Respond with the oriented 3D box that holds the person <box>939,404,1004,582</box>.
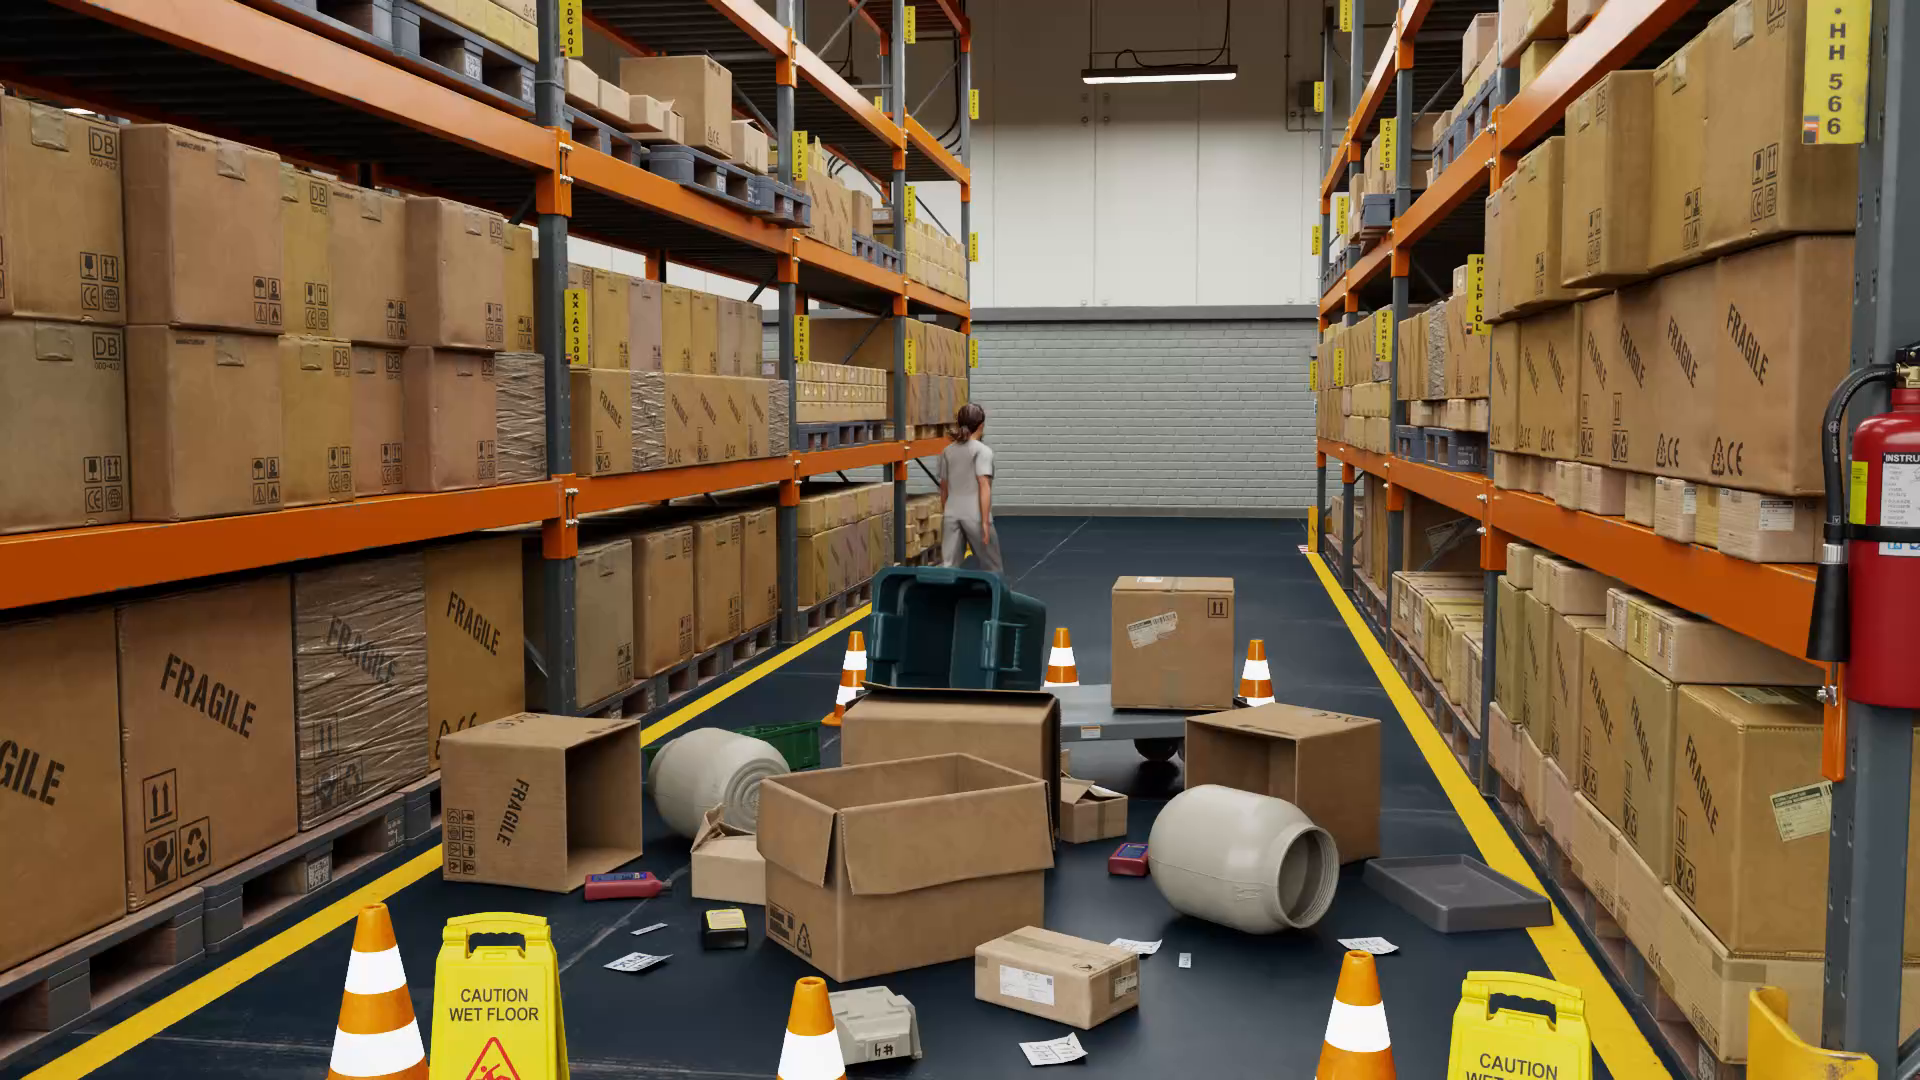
[{"bbox_3d":[0.070,-0.116,11.252,0.469,1.607,0.963,2,5,28],"label":"person"}]
